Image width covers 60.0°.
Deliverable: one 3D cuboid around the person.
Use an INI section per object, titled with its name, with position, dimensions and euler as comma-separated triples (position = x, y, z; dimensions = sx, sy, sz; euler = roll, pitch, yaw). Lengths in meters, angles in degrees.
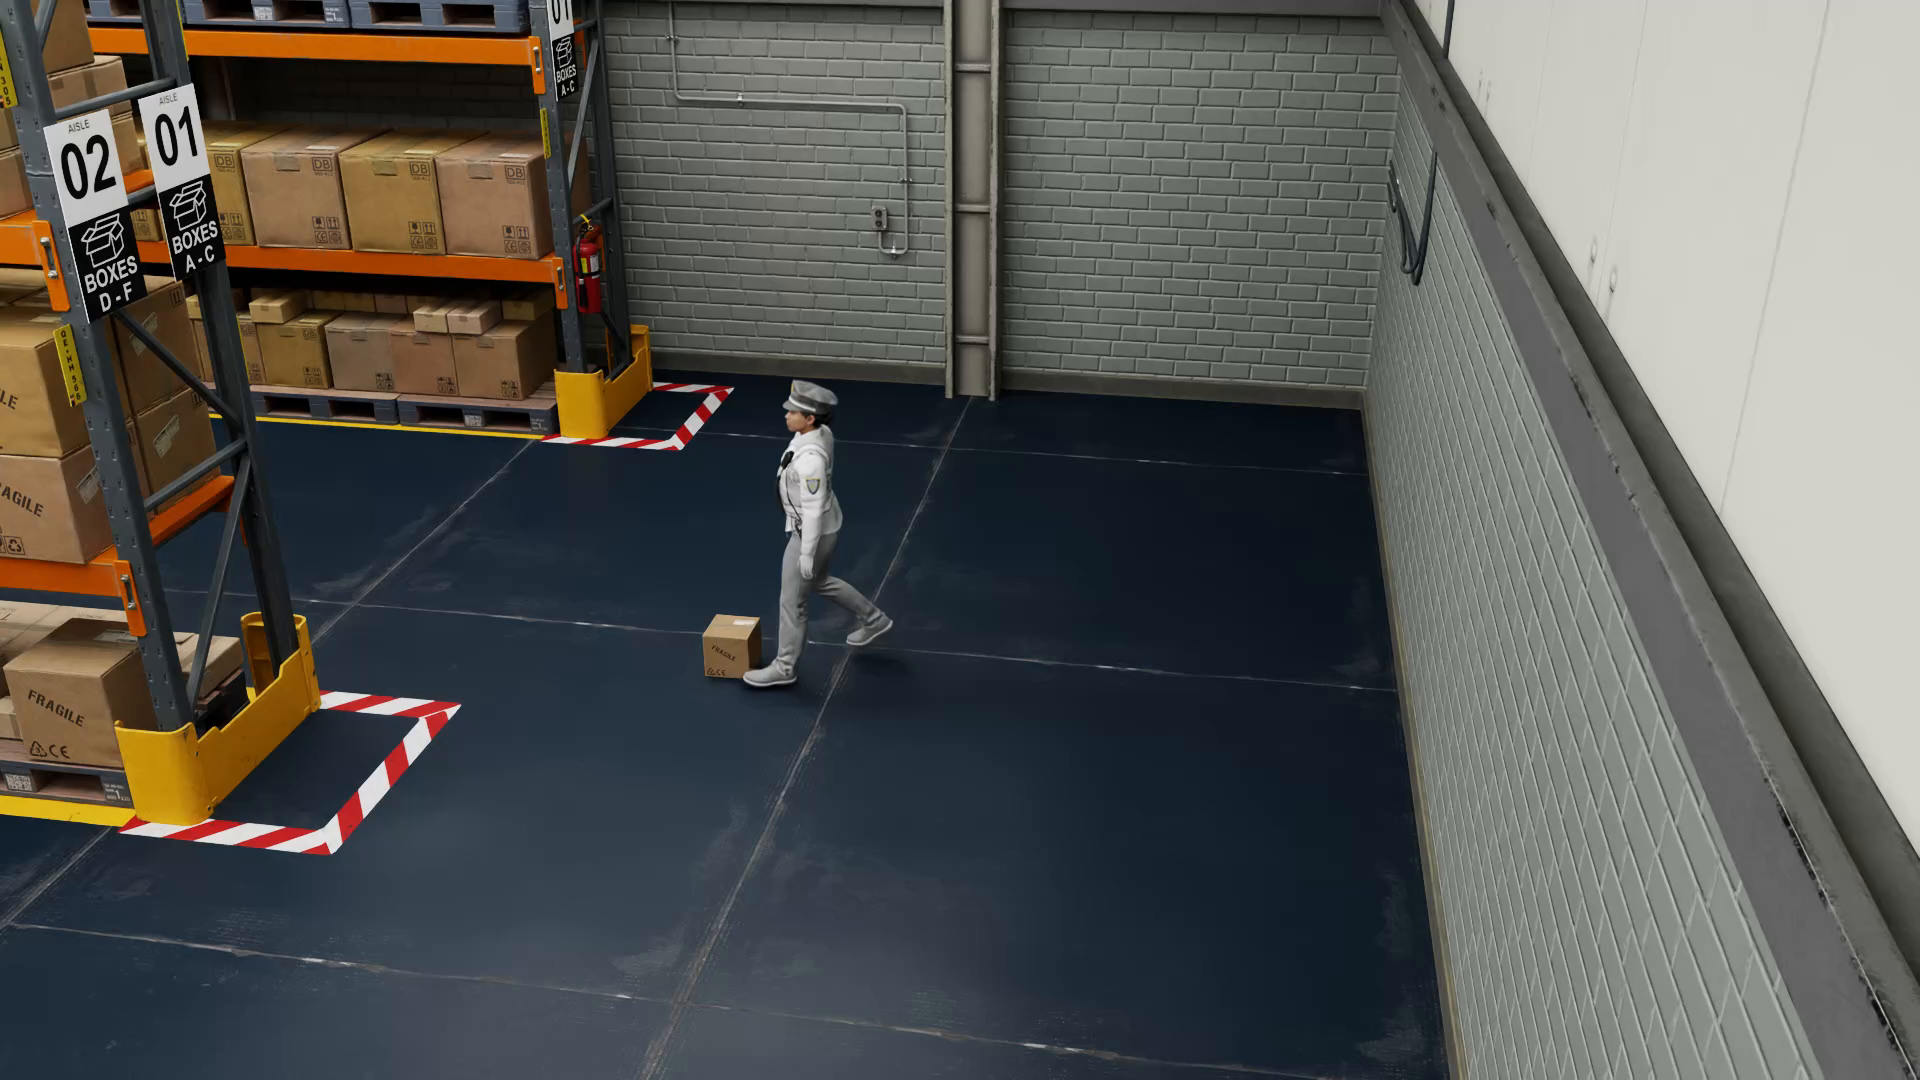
[person]
position = -0.760, -0.049, 8.644
dimensions = 0.787, 1.669, 0.526
euler = 1, 25, 2
